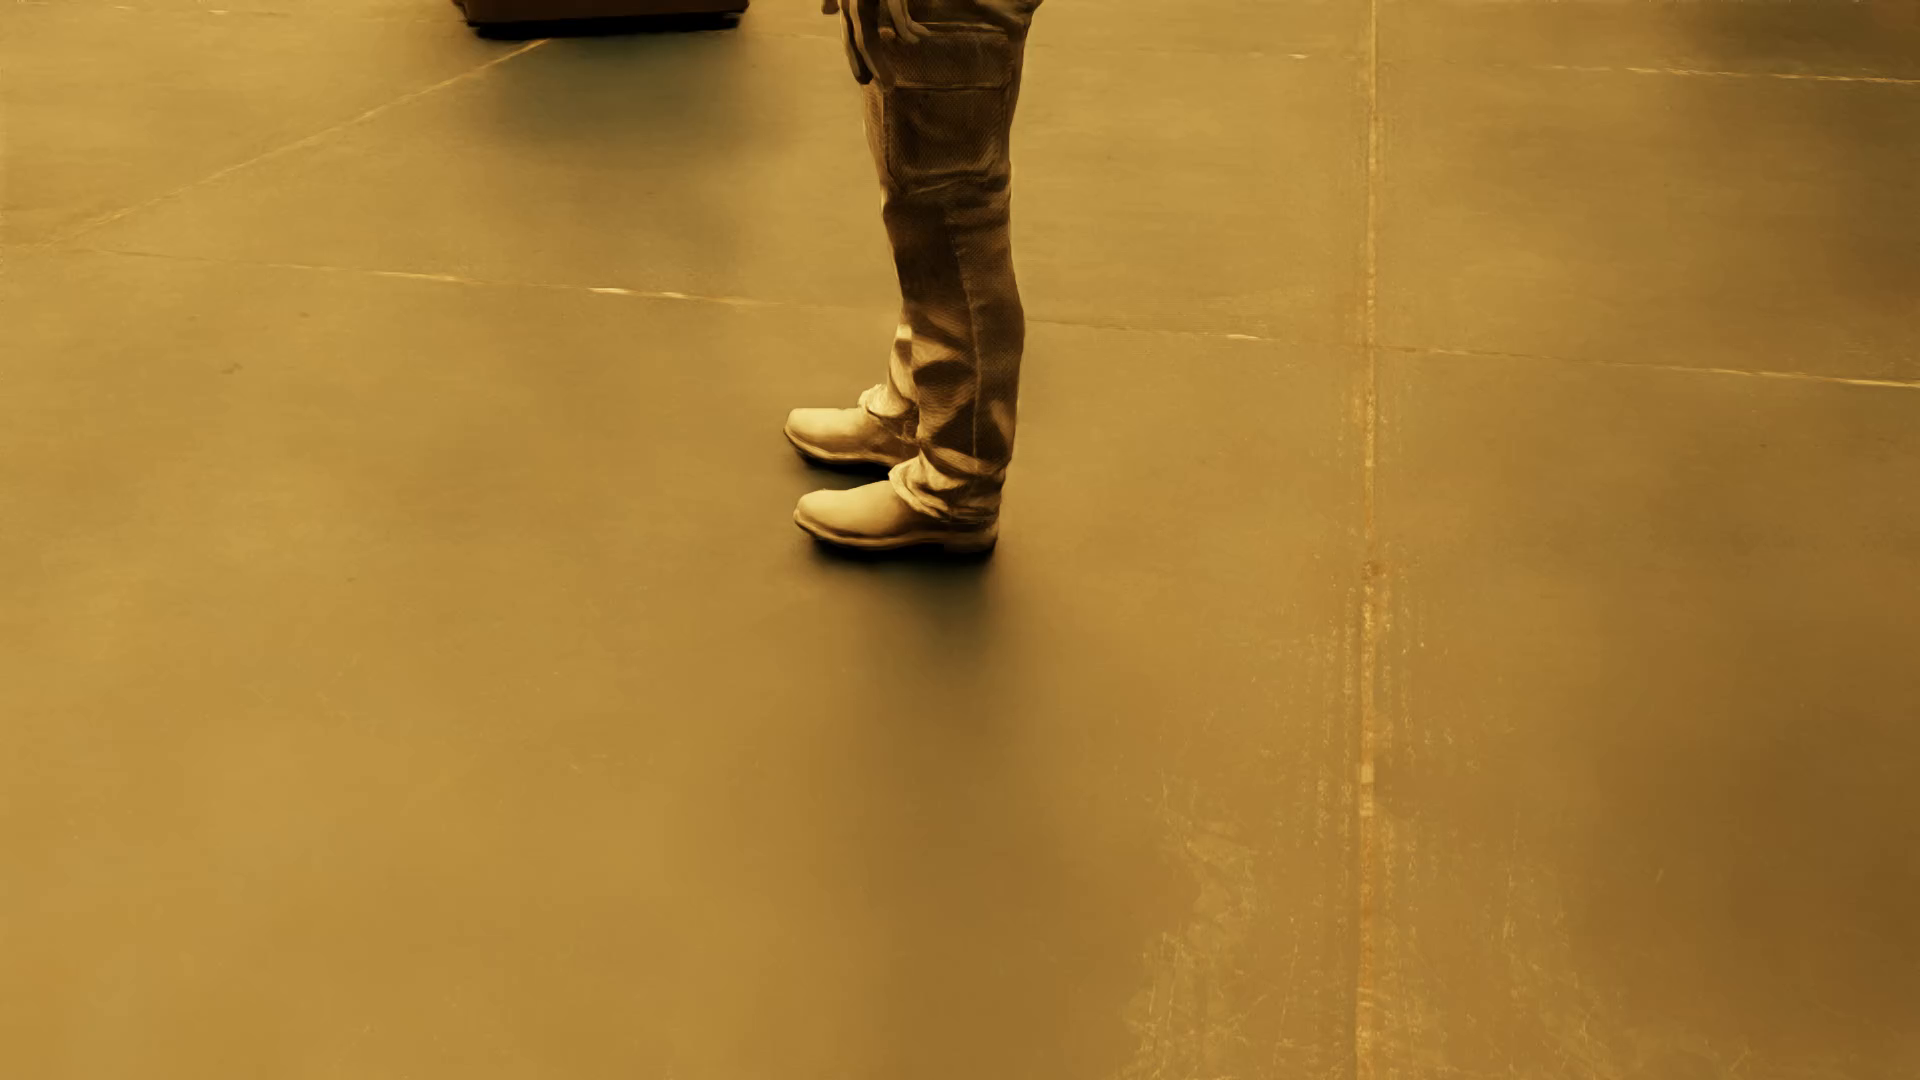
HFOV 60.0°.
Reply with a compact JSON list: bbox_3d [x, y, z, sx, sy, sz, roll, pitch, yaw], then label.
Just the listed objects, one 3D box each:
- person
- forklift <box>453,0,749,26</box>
[{"bbox_3d":[-0.069,-0.813,2.116,0.576,1.782,0.655,6,27,11],"label":"person"},{"bbox_3d":[-1.738,-3.855,6.887,1.130,2.935,3.031,-8,28,-15],"label":"forklift"}]
